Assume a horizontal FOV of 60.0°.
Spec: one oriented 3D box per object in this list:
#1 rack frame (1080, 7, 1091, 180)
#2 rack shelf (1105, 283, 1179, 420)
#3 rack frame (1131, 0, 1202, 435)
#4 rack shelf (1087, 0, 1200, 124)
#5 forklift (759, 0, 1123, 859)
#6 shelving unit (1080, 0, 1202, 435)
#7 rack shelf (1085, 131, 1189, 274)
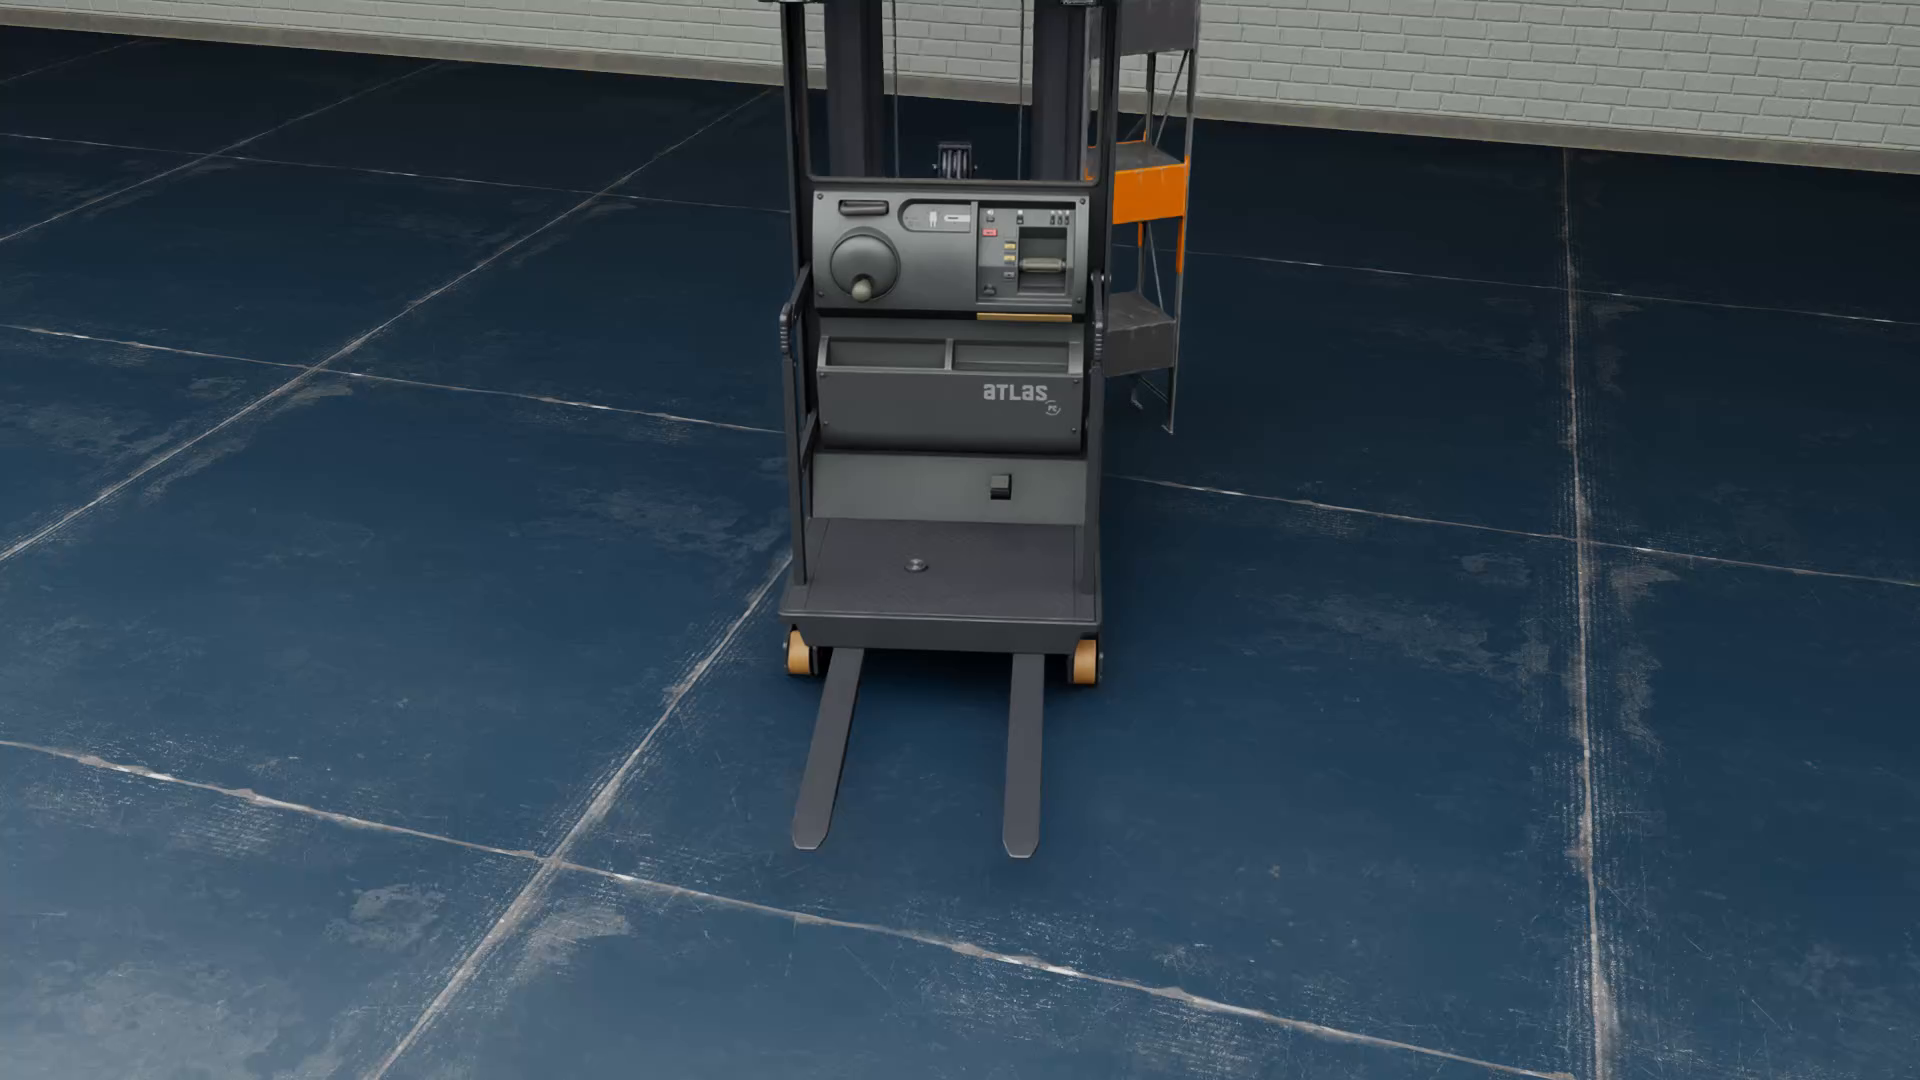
[{"bbox_3d":[0.439,-1.404,7.113,0.015,2.100,0.400,-11,31,-18],"label":"rack frame"},{"bbox_3d":[0.668,-0.824,7.537,0.480,0.518,0.431,-11,31,-18],"label":"rack shelf"},{"bbox_3d":[0.894,-1.490,7.266,0.015,2.100,0.400,-11,31,-18],"label":"rack frame"},{"bbox_3d":[0.665,-2.046,6.855,0.480,0.518,0.431,-11,31,-18],"label":"rack shelf"},{"bbox_3d":[-0.043,-0.936,5.417,1.130,2.935,3.031,2,29,3],"label":"forklift"},{"bbox_3d":[0.666,-1.447,7.190,0.503,2.100,0.431,-11,31,-18],"label":"shelving unit"},{"bbox_3d":[0.666,-1.435,7.196,0.480,0.518,0.431,-11,31,-18],"label":"rack shelf"}]
